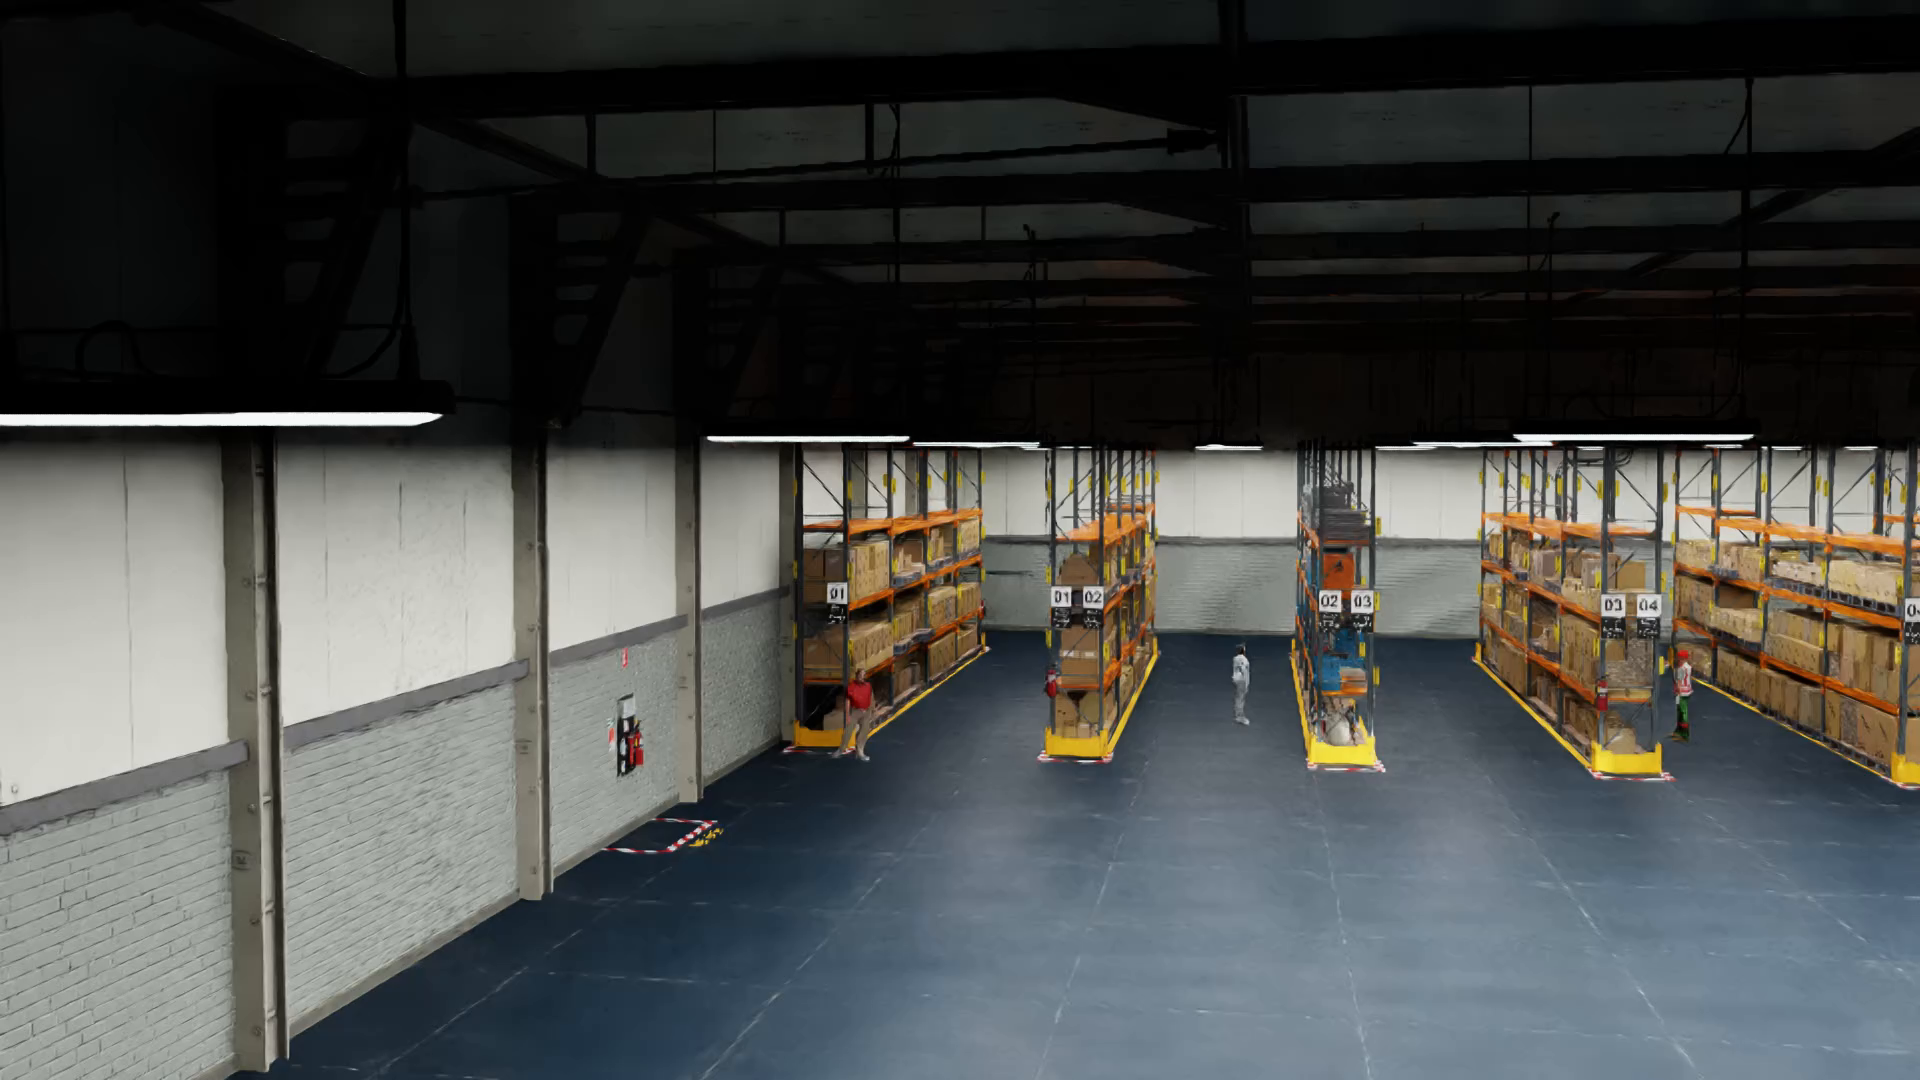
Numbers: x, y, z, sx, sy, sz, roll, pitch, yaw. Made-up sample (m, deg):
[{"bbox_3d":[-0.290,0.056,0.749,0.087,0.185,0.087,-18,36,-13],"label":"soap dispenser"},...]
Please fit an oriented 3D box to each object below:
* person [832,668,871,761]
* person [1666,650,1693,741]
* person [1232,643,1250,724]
[{"bbox_3d":[-1.992,3.231,30.837,0.737,1.719,0.545,-2,4,-31],"label":"person"},{"bbox_3d":[14.268,3.066,32.996,0.489,1.787,0.608,3,4,41],"label":"person"},{"bbox_3d":[5.963,3.015,35.100,0.416,1.677,0.537,-1,3,-20],"label":"person"}]
